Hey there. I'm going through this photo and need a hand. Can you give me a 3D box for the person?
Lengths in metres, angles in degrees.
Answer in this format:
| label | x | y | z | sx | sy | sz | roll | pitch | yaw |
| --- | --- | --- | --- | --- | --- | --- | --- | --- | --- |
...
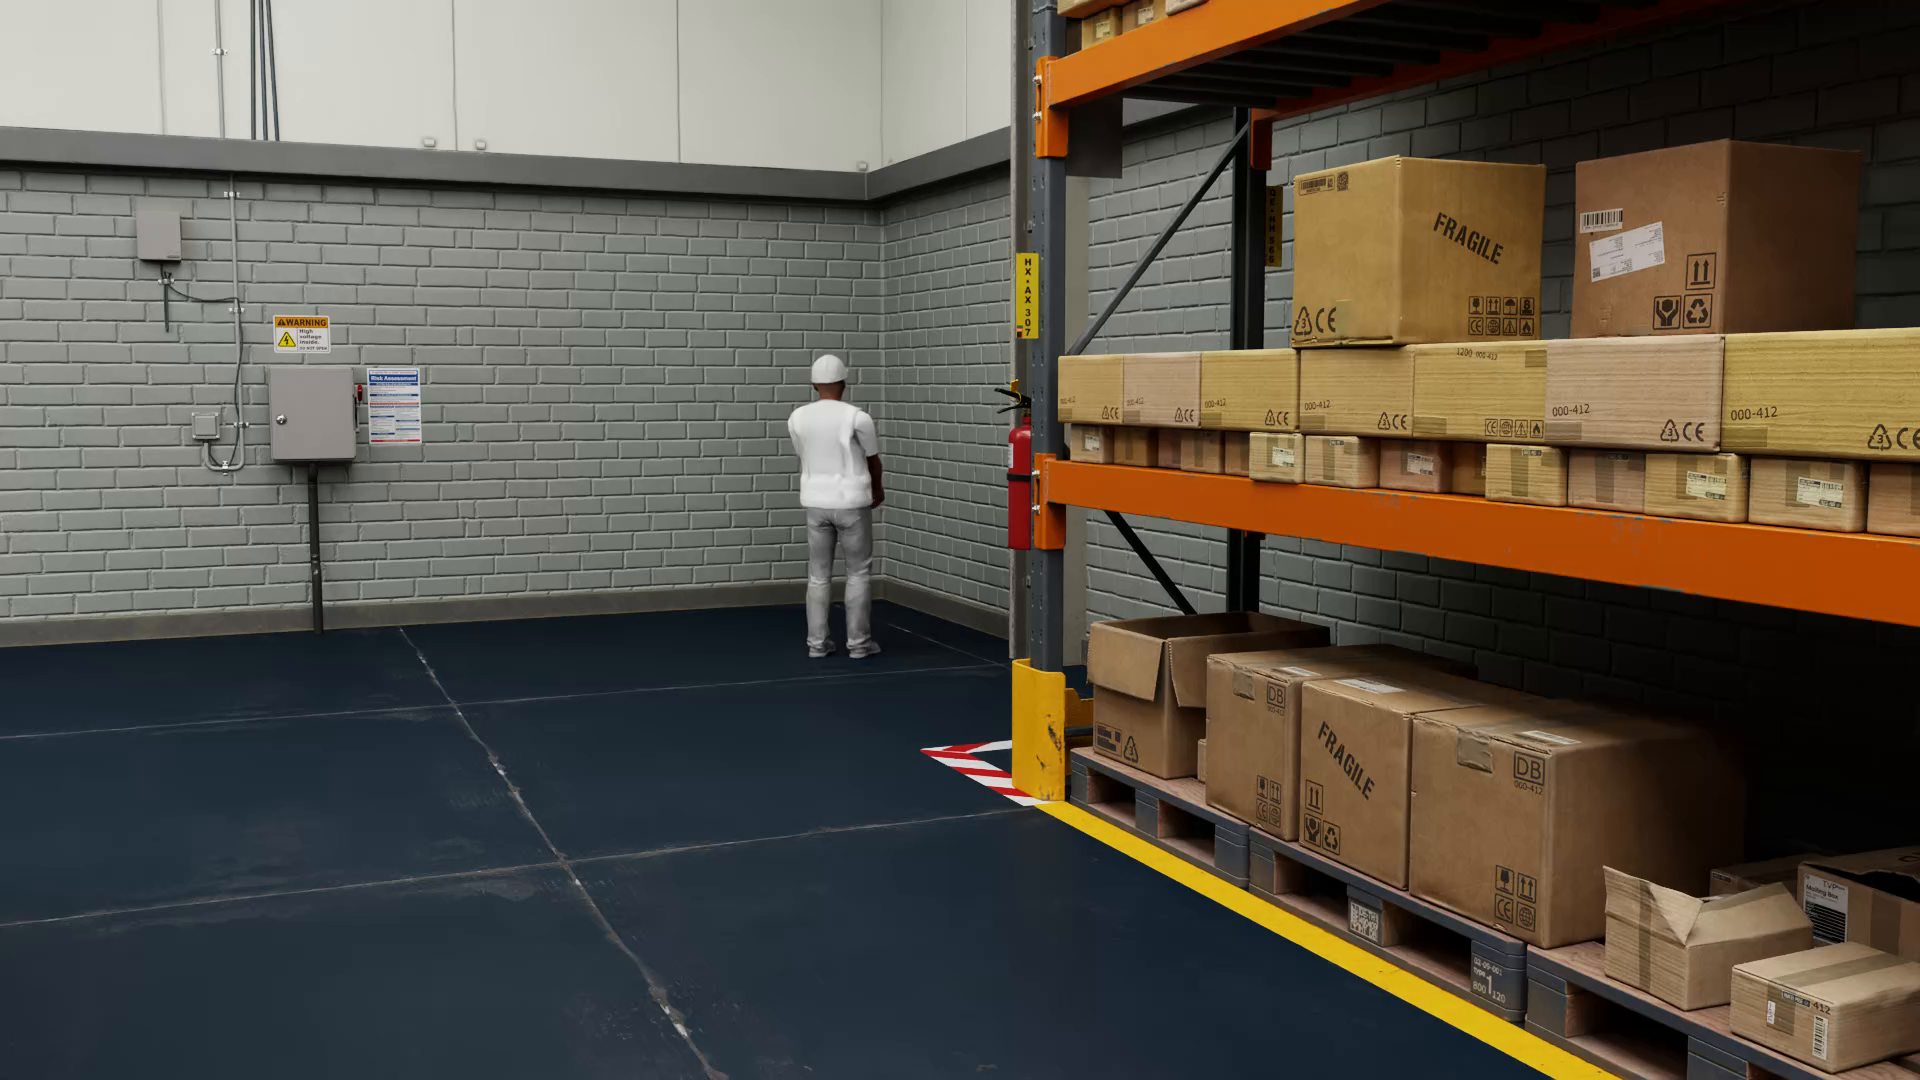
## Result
| label | x | y | z | sx | sy | sz | roll | pitch | yaw |
| --- | --- | --- | --- | --- | --- | --- | --- | --- | --- |
| person | -0.689 | -0.198 | 9.746 | 0.513 | 1.769 | 0.573 | 2 | 6 | 19 |
